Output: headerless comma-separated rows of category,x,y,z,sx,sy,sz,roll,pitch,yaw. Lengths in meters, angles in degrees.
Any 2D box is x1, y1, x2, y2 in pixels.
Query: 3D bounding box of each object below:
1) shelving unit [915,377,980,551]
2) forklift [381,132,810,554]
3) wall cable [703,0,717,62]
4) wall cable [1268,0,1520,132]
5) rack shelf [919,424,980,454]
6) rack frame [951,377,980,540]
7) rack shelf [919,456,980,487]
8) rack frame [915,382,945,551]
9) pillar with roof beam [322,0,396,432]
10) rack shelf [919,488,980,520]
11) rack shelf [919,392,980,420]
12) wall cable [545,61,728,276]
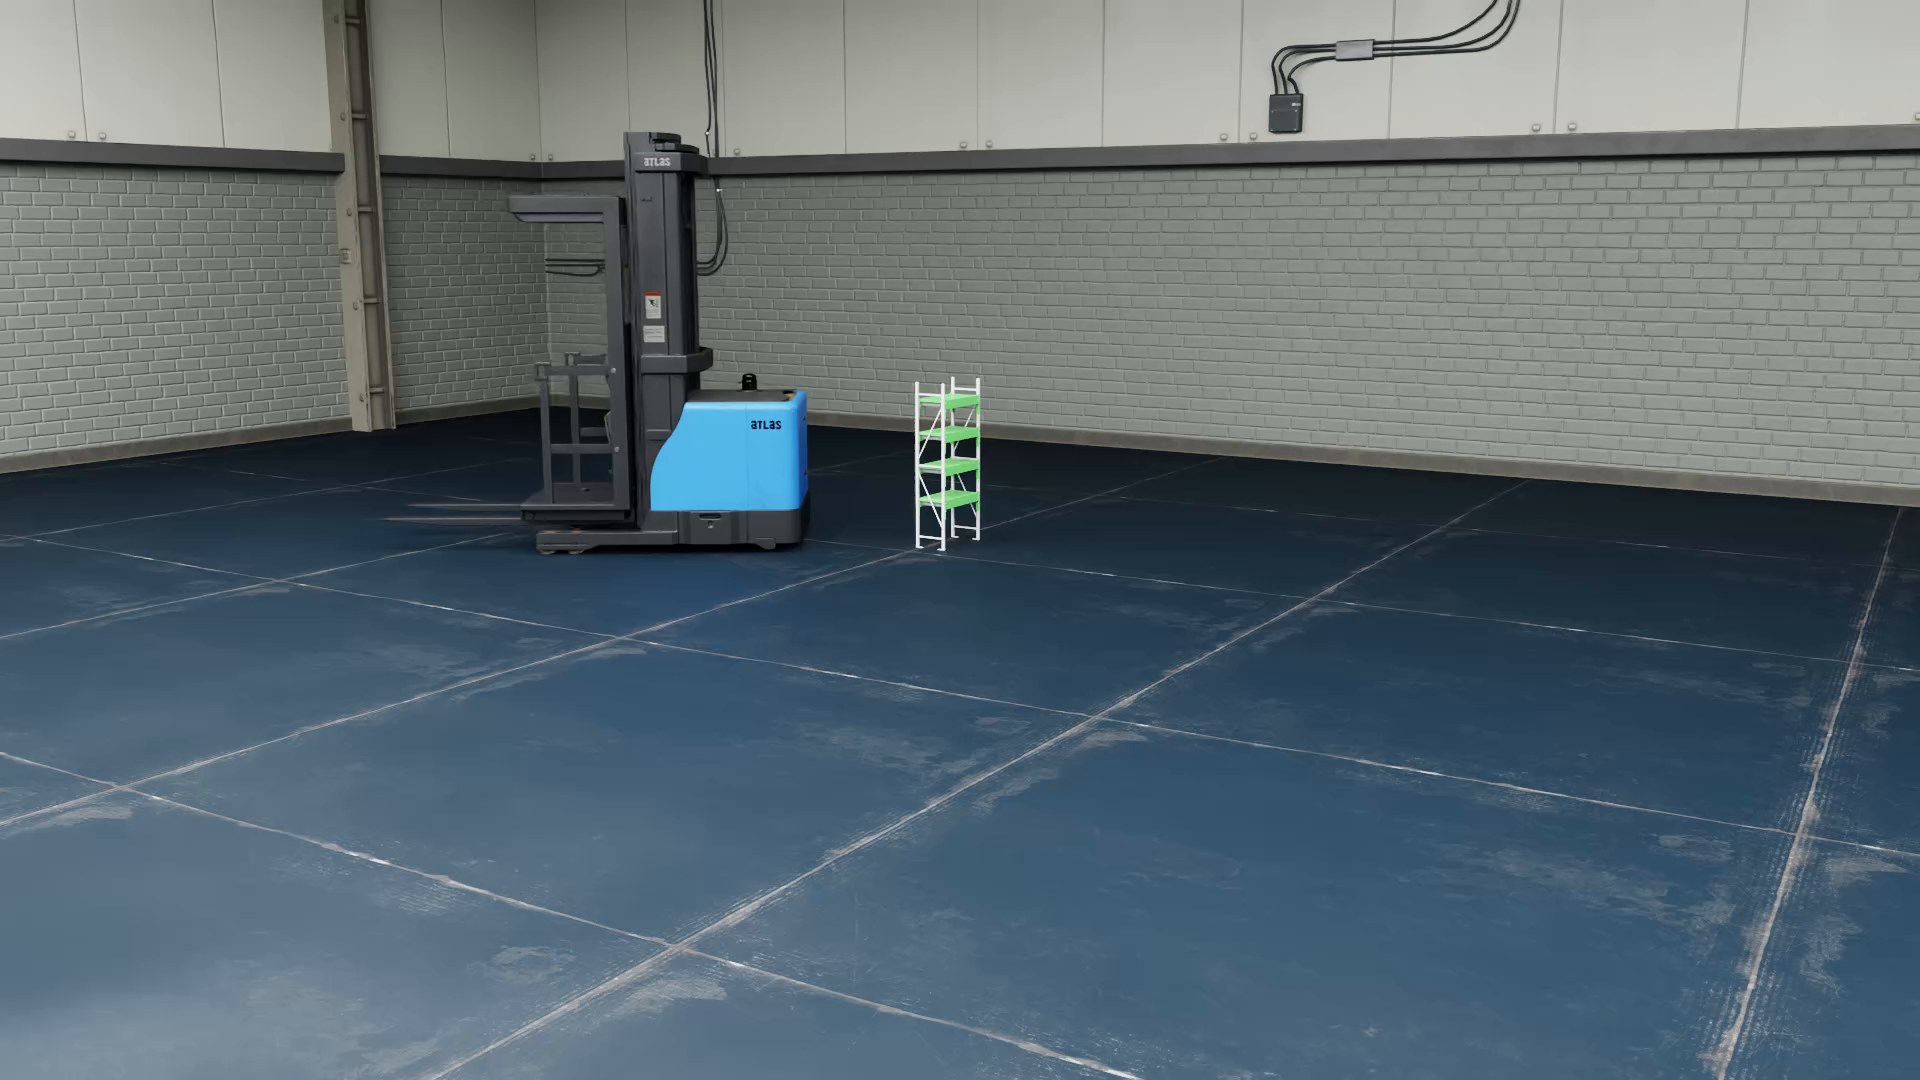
shelving unit,-0.086,-0.564,12.119,0.258,1.200,0.503,6,12,31
forklift,-2.655,-1.436,12.075,3.031,2.935,1.130,0,11,-1
wall cable,-1.801,-6.738,18.621,3.097,2.526,0.112,6,12,31
wall cable,3.993,-6.803,15.010,2.305,6.003,0.169,6,12,31
rack shelf,-0.086,-0.737,12.087,0.258,0.148,0.480,6,12,31
rack frame,0.041,-0.602,12.324,0.240,1.200,0.015,6,12,31
rack shelf,-0.086,-0.501,12.131,0.258,0.148,0.480,6,12,31
rack frame,-0.213,-0.525,11.914,0.240,1.200,0.015,6,12,31
pillar with roof beam,-3.093,-5.292,16.184,9.100,9.000,0.400,6,12,31
rack shelf,-0.086,-0.265,12.175,0.258,0.148,0.480,6,12,31
rack shelf,-0.086,-0.973,12.043,0.258,0.148,0.480,6,12,31
wall cable,-4.113,-4.514,20.466,3.097,2.526,0.112,6,12,31
